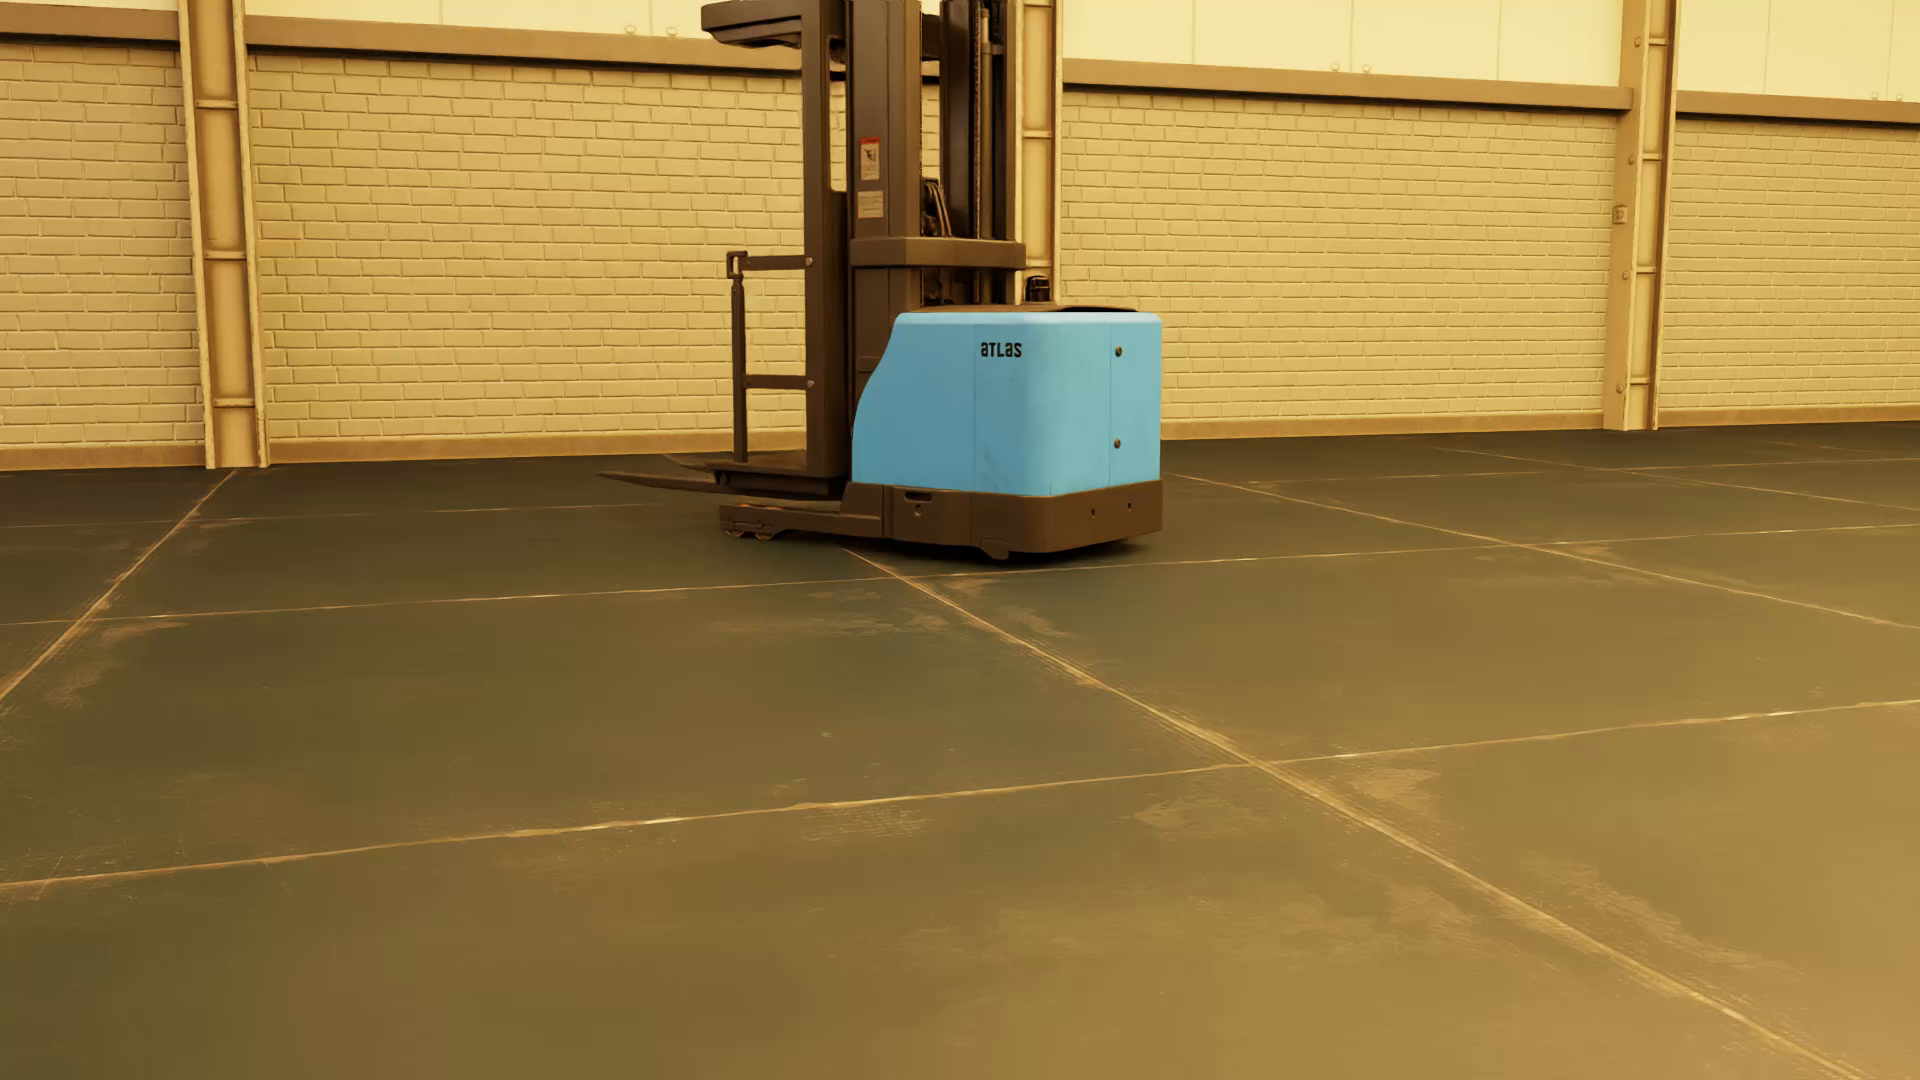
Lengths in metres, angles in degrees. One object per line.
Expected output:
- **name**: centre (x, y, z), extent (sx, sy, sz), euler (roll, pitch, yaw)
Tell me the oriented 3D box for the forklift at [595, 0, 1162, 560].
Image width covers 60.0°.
- **forklift**: centre (-0.543, -1.499, 8.069), extent (3.031, 2.935, 1.130), euler (6, 10, 37)
